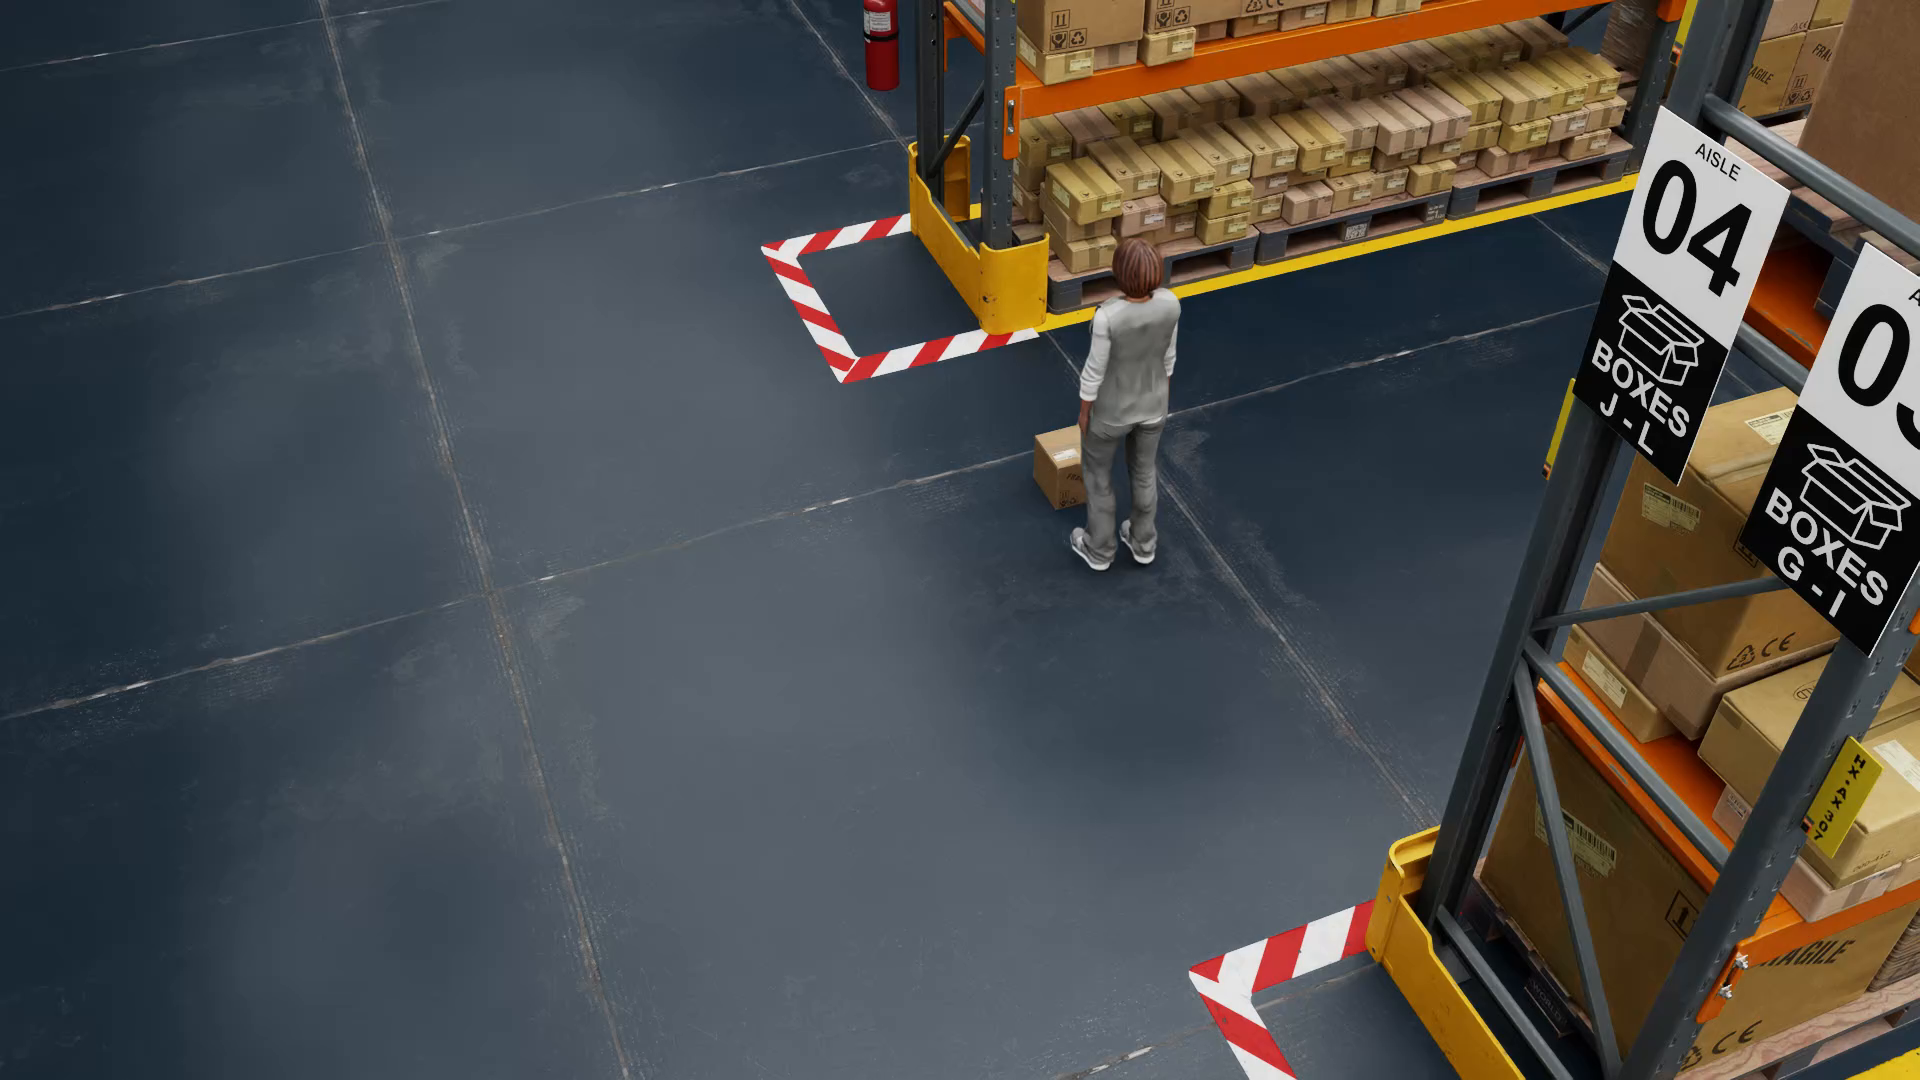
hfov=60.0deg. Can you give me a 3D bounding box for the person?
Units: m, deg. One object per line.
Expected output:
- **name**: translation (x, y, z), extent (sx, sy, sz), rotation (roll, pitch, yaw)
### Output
- **person**: translation (0.663, -0.534, 6.755), extent (0.408, 1.597, 0.325), rotation (-15, 44, -16)
